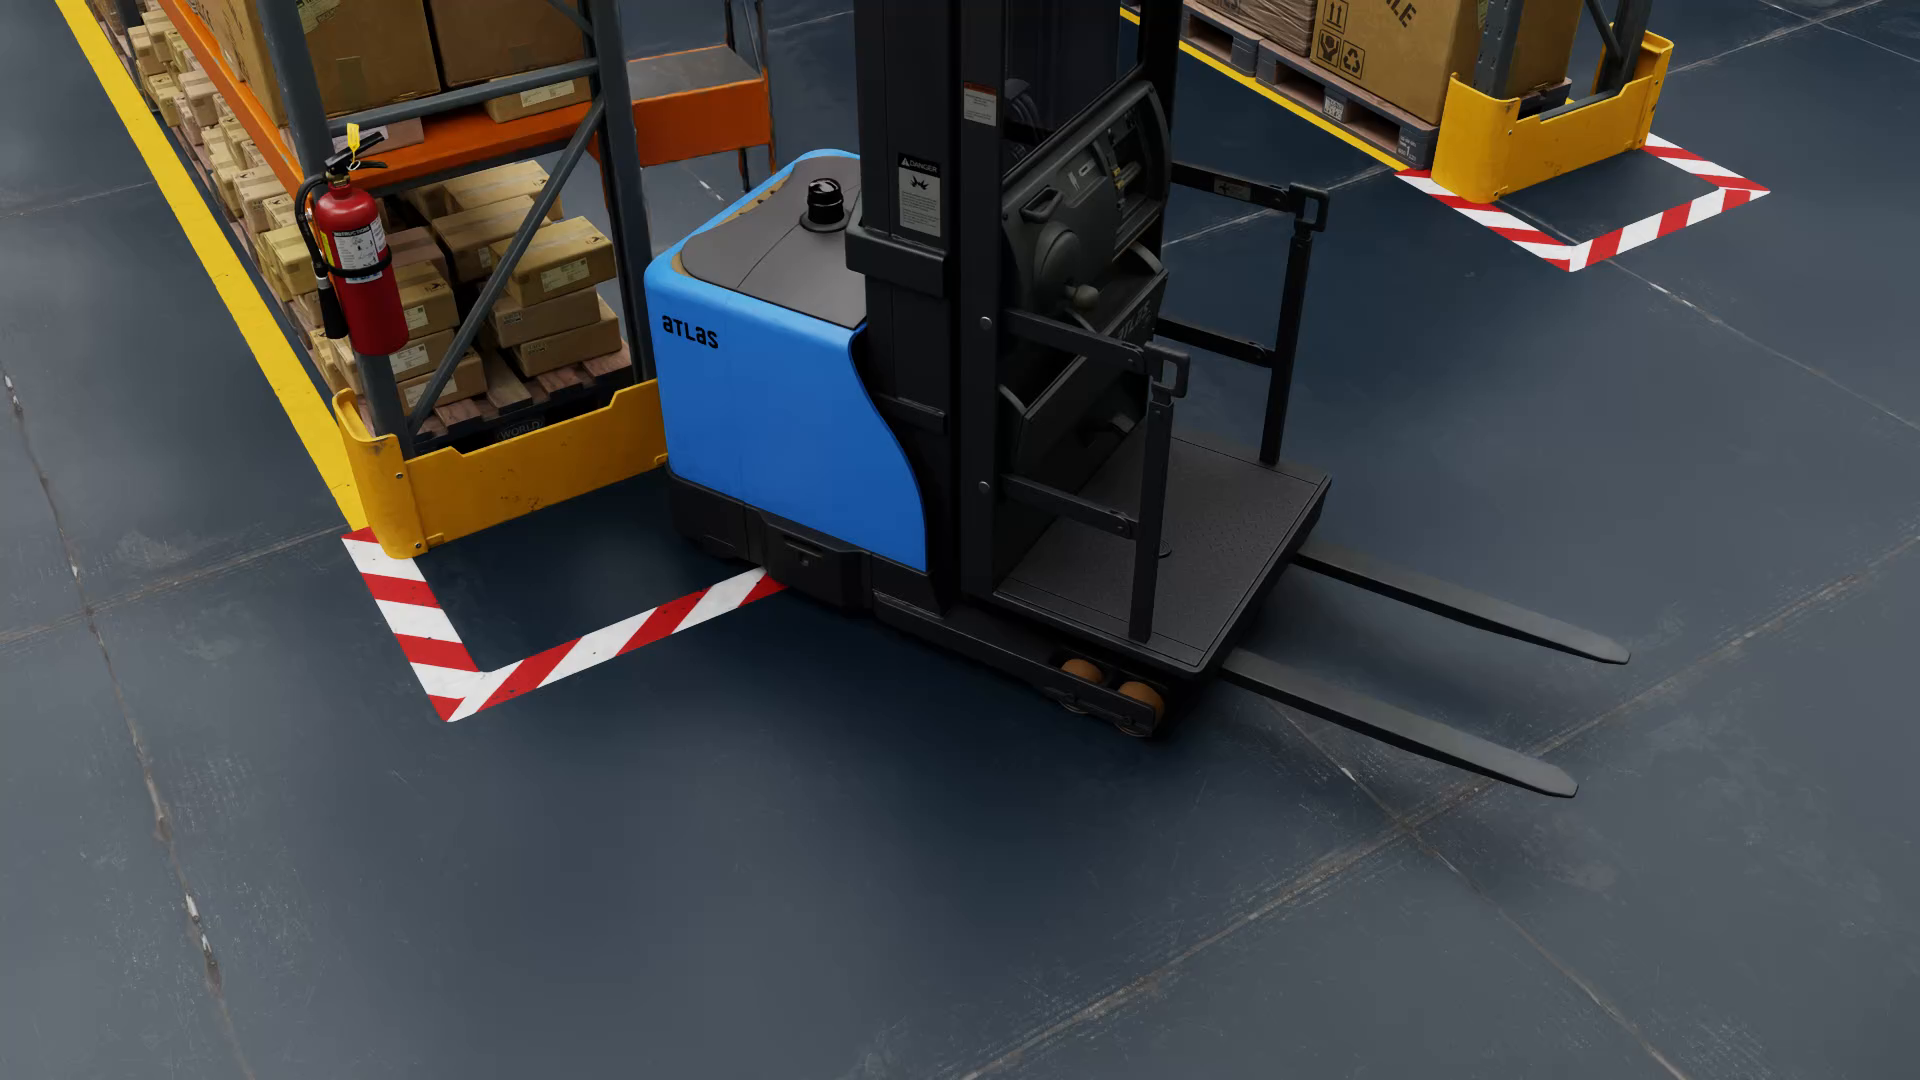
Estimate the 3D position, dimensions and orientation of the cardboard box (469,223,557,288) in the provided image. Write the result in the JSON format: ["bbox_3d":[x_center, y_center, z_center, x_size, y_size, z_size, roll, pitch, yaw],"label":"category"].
[{"bbox_3d":[-1.652,-1.041,6.323,0.380,0.149,0.250,-22,45,-25],"label":"cardboard box"}]

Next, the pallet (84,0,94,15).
[{"bbox_3d":[-4.718,-3.489,9.772,1.003,0.211,1.213,-22,45,-24],"label":"pallet"}]

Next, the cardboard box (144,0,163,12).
[{"bbox_3d":[-3.628,-2.519,7.864,0.380,0.149,0.250,-20,44,-23],"label":"cardboard box"}]

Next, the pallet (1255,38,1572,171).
[{"bbox_3d":[2.253,-2.308,8.355,1.003,0.211,1.213,-22,45,-24],"label":"pallet"}]

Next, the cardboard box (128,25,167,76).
[{"bbox_3d":[-3.713,-2.356,7.901,0.380,0.149,0.250,-20,44,-22],"label":"cardboard box"}]

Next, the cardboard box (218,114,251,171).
[{"bbox_3d":[-2.809,-1.666,6.841,0.380,0.149,0.250,-22,45,-24],"label":"cardboard box"}]

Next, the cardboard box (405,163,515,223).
[{"bbox_3d":[-1.963,-1.410,6.533,0.380,0.149,0.250,-24,46,-26],"label":"cardboard box"}]

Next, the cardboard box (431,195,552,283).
[{"bbox_3d":[-1.732,-1.124,6.190,0.380,0.149,0.250,-21,44,-24],"label":"cardboard box"}]

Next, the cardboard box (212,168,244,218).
[{"bbox_3d":[-2.981,-1.554,7.171,0.380,0.149,0.250,-23,45,-26],"label":"cardboard box"}]

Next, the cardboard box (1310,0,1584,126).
[{"bbox_3d":[2.337,-2.638,7.904,0.875,0.875,0.875,-22,45,-24],"label":"cardboard box"}]

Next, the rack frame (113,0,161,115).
[{"bbox_3d":[-3.638,-3.481,7.585,1.000,3.000,0.127,-22,45,-24],"label":"rack frame"}]

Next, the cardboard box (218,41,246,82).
[{"bbox_3d":[-2.308,-1.712,5.657,0.380,0.149,0.250,-21,44,-23],"label":"cardboard box"}]

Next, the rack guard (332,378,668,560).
[{"bbox_3d":[-1.528,-0.403,5.843,1.175,0.500,0.348,-22,45,-24],"label":"rack guard"}]

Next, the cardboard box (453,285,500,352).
[{"bbox_3d":[-1.709,-0.894,6.379,0.380,0.149,0.250,-22,45,-25],"label":"cardboard box"}]

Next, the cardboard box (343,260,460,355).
[{"bbox_3d":[-1.986,-0.815,5.820,0.380,0.149,0.250,-22,44,-24],"label":"cardboard box"}]

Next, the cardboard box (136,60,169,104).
[{"bbox_3d":[-3.713,-2.240,7.994,0.380,0.149,0.250,-24,46,-26],"label":"cardboard box"}]

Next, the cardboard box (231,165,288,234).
[{"bbox_3d":[-2.596,-1.354,6.466,0.380,0.149,0.250,-21,44,-23],"label":"cardboard box"}]

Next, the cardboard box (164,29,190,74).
[{"bbox_3d":[-3.352,-2.230,7.517,0.380,0.149,0.250,-23,45,-25],"label":"cardboard box"}]

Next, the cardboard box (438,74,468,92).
[{"bbox_3d":[-1.557,-1.637,5.567,0.380,0.149,0.250,-21,44,-23],"label":"cardboard box"}]

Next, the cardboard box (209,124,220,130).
[{"bbox_3d":[-3.069,-1.828,7.267,0.380,0.149,0.250,-20,44,-22],"label":"cardboard box"}]

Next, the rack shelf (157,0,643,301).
[{"bbox_3d":[-2.563,-2.125,6.519,1.077,0.370,4.000,-22,45,-24],"label":"rack shelf"}]

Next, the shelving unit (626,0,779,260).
[{"bbox_3d":[-0.940,-1.407,5.735,0.503,2.100,0.431,-16,38,-19],"label":"shelving unit"}]

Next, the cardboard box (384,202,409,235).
[{"bbox_3d":[-2.351,-1.150,6.453,0.380,0.149,0.250,-23,45,-25],"label":"cardboard box"}]

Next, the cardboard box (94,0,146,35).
[{"bbox_3d":[-4.249,-2.995,8.626,0.500,0.500,0.500,-23,45,-25],"label":"cardboard box"}]

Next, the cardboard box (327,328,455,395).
[{"bbox_3d":[-2.012,-0.689,5.901,0.380,0.149,0.250,-23,45,-25],"label":"cardboard box"}]

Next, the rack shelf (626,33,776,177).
[{"bbox_3d":[-0.939,-1.396,5.743,0.480,0.518,0.431,-16,38,-19],"label":"rack shelf"}]

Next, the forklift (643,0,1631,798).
[{"bbox_3d":[0.543,-0.923,4.568,3.031,2.935,1.130,21,44,23],"label":"forklift"}]

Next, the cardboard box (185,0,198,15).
[{"bbox_3d":[-2.499,-2.179,5.711,0.500,0.500,0.500,-22,45,-24],"label":"cardboard box"}]

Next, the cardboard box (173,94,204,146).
[{"bbox_3d":[-3.393,-1.980,7.682,0.380,0.149,0.250,-22,45,-25],"label":"cardboard box"}]

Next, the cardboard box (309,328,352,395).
[{"bbox_3d":[-2.170,-0.705,6.151,0.380,0.149,0.250,-21,44,-23],"label":"cardboard box"}]

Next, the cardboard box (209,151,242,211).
[{"bbox_3d":[-2.876,-1.528,6.907,0.380,0.149,0.250,-22,44,-24],"label":"cardboard box"}]

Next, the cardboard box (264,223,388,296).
[{"bbox_3d":[-2.319,-1.067,6.121,0.380,0.149,0.250,-23,45,-25],"label":"cardboard box"}]

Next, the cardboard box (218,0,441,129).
[{"bbox_3d":[-1.946,-1.629,5.051,0.500,0.500,0.500,-21,44,-24],"label":"cardboard box"}]

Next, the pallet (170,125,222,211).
[{"bbox_3d":[-3.247,-2.060,8.057,1.003,0.211,1.213,-22,45,-24],"label":"pallet"}]

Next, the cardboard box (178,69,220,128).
[{"bbox_3d":[-3.125,-1.932,7.159,0.380,0.149,0.250,-21,44,-24],"label":"cardboard box"}]

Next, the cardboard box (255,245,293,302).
[{"bbox_3d":[-2.573,-1.122,6.652,0.380,0.149,0.250,-24,46,-26],"label":"cardboard box"}]

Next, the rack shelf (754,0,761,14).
[{"bbox_3d":[-0.956,-1.969,5.340,0.480,0.518,0.431,-16,38,-19],"label":"rack shelf"}]

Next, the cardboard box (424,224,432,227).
[{"bbox_3d":[-2.111,-1.307,6.874,0.380,0.149,0.250,-22,45,-24],"label":"cardboard box"}]

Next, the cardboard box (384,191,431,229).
[{"bbox_3d":[-2.128,-1.429,6.788,0.380,0.149,0.250,-24,46,-26],"label":"cardboard box"}]

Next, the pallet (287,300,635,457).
[{"bbox_3d":[-1.935,-0.743,6.476,1.003,0.211,1.213,-22,45,-24],"label":"pallet"}]
